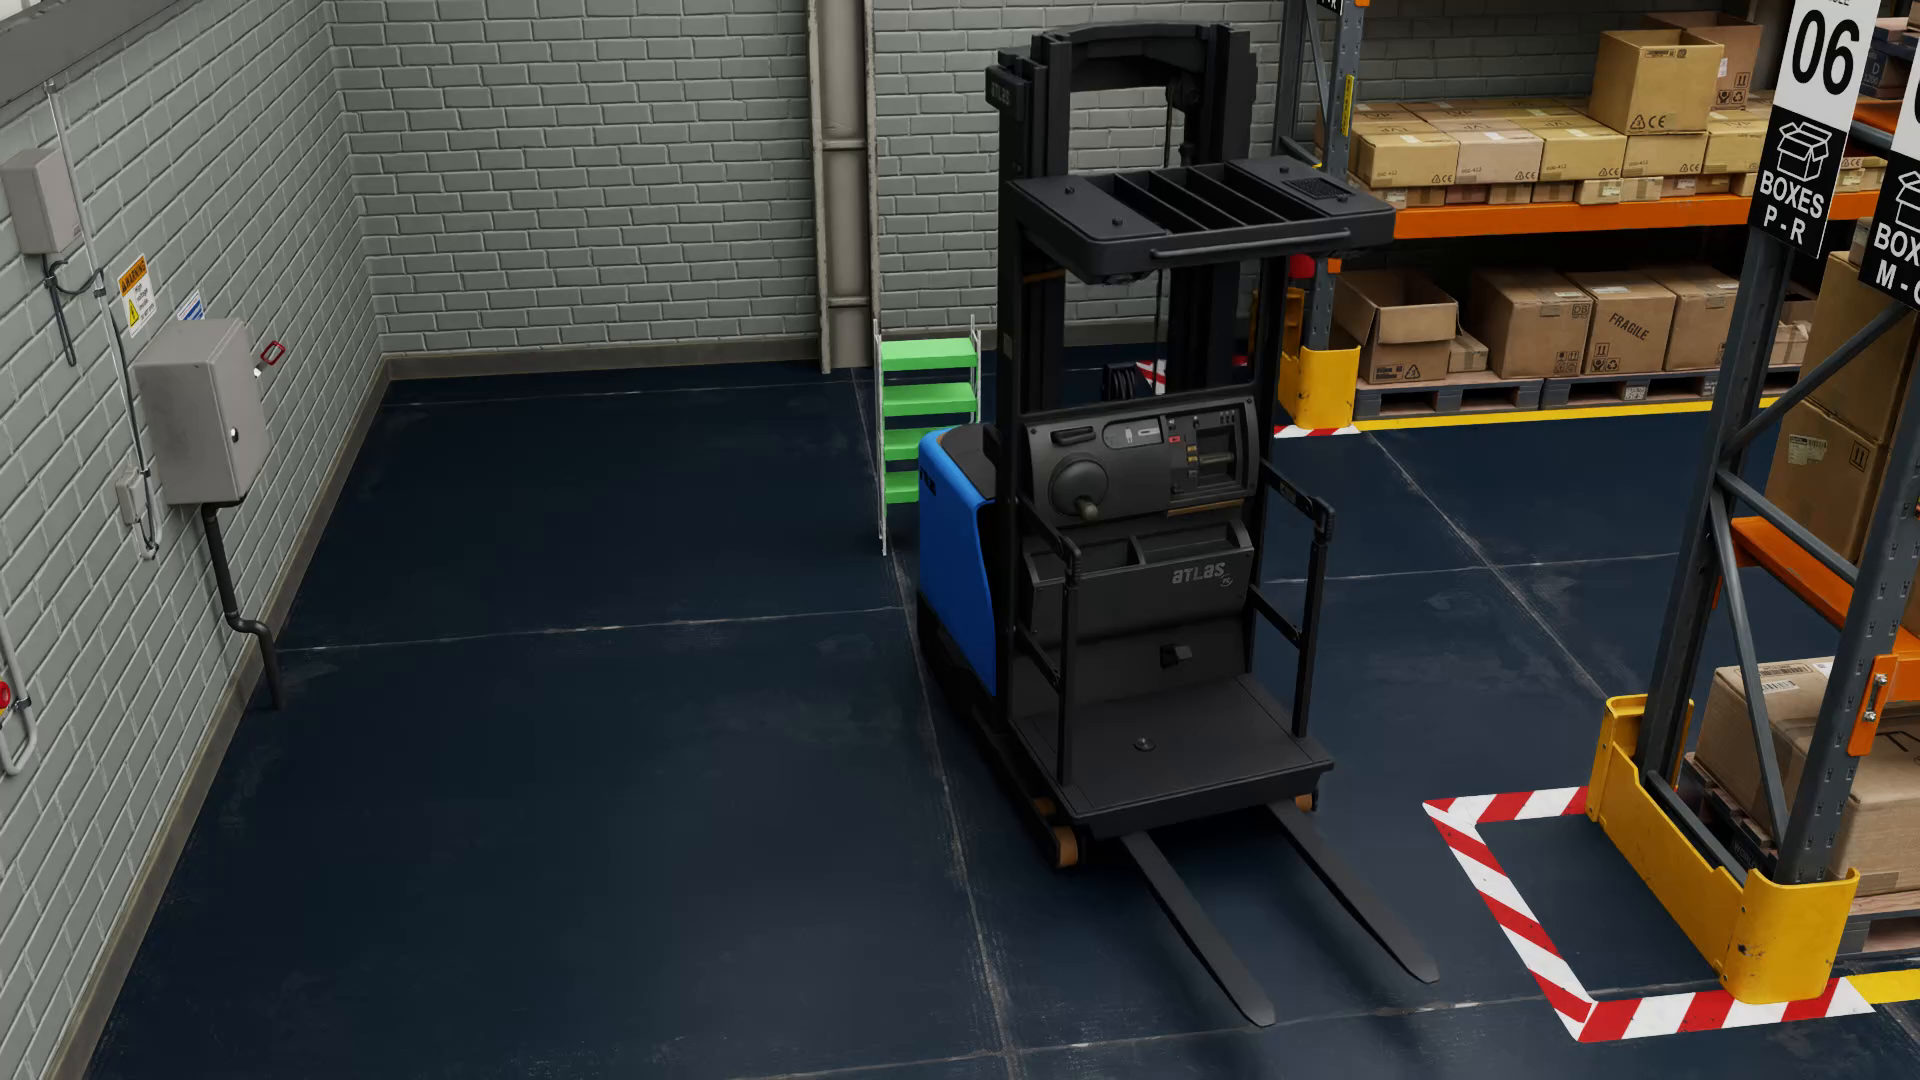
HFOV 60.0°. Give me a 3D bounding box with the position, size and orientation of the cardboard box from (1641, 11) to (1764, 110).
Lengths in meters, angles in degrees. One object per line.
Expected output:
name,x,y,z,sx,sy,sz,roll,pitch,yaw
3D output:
cardboard box,4.516,-2.947,10.225,0.500,0.500,0.500,-4,27,-9

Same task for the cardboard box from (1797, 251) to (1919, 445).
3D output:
cardboard box,3.206,-0.652,5.530,0.500,0.500,0.500,-3,27,-5

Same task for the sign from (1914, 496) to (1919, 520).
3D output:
sign,2.833,-0.193,4.806,0.005,0.325,0.100,-4,27,-7

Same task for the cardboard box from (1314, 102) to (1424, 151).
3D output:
cardboard box,2.485,-2.483,10.141,0.500,0.250,0.500,-3,27,-6

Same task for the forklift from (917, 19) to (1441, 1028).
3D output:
forklift,0.765,-0.267,6.060,1.130,2.935,3.031,-9,29,-17

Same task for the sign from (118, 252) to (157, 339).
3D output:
sign,-3.164,-0.943,6.397,0.001,0.242,0.339,-4,27,-7

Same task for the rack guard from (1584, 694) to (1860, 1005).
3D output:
rack guard,2.738,1.090,6.079,0.348,0.500,1.175,-4,27,-7

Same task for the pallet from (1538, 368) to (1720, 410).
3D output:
pallet,4.137,-1.159,10.778,1.213,0.211,1.003,-4,27,-7

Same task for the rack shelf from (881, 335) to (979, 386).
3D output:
rack shelf,-0.164,-0.893,8.266,0.480,0.148,0.258,-4,27,-7

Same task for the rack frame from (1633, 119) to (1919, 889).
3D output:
rack frame,2.762,-0.024,5.511,0.127,3.000,1.000,-4,27,-7

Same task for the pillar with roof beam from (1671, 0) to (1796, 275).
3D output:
pillar with roof beam,5.812,-3.608,5.925,0.400,9.000,9.100,-4,27,-7

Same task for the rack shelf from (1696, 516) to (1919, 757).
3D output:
rack shelf,4.743,0.169,5.923,4.000,0.370,1.077,-4,27,-7

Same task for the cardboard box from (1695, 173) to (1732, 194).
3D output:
cardboard box,4.455,-2.223,10.072,0.250,0.149,0.380,-3,27,-6

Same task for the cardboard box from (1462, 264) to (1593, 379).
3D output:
cardboard box,3.538,-1.375,10.423,0.500,0.500,0.700,-3,27,-5

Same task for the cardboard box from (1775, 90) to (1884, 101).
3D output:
cardboard box,5.500,-2.678,10.522,0.500,0.250,0.500,-4,27,-8

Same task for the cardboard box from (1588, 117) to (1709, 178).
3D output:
cardboard box,4.058,-2.348,9.880,0.500,0.250,0.500,-4,27,-8

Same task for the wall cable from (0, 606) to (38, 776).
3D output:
wall cable,-2.818,-0.121,4.552,0.123,1.953,0.585,-4,27,-7

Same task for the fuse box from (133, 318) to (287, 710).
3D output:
fuse box,-2.967,-0.041,6.955,0.414,1.711,0.539,-4,27,-7

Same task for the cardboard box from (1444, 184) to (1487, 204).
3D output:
cardboard box,2.931,-2.122,9.876,0.250,0.149,0.380,-4,27,-8

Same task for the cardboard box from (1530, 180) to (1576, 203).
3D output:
cardboard box,3.452,-2.130,9.891,0.250,0.149,0.380,-3,27,-6

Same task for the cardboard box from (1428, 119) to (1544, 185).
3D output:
cardboard box,3.053,-2.273,9.732,0.500,0.250,0.500,-3,27,-7

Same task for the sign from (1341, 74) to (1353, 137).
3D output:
sign,2.143,-2.408,9.208,0.005,0.325,0.100,-4,27,-7

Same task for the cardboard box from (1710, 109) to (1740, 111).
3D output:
cardboard box,4.493,-2.611,10.392,0.500,0.250,0.500,-3,27,-6

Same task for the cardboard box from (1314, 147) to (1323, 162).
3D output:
cardboard box,2.358,-2.298,10.219,0.250,0.149,0.380,-4,27,-8

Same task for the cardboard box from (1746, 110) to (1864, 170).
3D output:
cardboard box,5.063,-2.406,9.993,0.500,0.250,0.500,-4,27,-7

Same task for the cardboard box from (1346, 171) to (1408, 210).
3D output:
cardboard box,2.431,-2.053,9.740,0.250,0.149,0.380,-4,27,-8

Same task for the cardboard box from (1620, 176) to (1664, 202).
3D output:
cardboard box,3.971,-2.138,9.907,0.250,0.149,0.380,-3,27,-6

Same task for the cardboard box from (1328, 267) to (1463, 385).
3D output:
cardboard box,2.686,-1.340,10.350,0.637,0.503,0.797,-5,28,-9

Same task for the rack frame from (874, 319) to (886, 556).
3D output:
rack frame,-0.406,-0.508,8.425,0.015,1.200,0.240,-4,27,-7

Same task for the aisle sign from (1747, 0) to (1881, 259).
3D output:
aisle sign,2.648,-1.316,5.182,0.004,0.787,0.394,-4,27,-7

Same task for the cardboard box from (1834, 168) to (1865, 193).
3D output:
cardboard box,5.238,-2.222,10.070,0.250,0.149,0.380,-3,27,-6

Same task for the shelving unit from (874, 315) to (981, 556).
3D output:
shelving unit,-0.164,-0.523,8.456,0.503,1.200,0.258,-4,27,-7

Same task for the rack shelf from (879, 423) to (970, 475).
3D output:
rack shelf,-0.164,-0.466,8.485,0.480,0.148,0.258,-4,27,-7

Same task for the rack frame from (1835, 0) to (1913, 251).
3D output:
rack frame,6.028,-2.522,10.380,0.127,3.000,1.000,-4,27,-7

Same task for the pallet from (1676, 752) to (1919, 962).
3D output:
pallet,3.543,1.130,6.316,1.213,0.211,1.003,-4,27,-7

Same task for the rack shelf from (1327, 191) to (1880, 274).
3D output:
rack shelf,4.047,-2.075,10.296,4.000,0.370,1.077,-4,27,-7

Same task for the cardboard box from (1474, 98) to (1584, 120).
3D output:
cardboard box,3.487,-2.544,10.261,0.500,0.250,0.500,-3,27,-5

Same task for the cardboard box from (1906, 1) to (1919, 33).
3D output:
cardboard box,3.195,-1.593,4.877,0.500,0.250,0.500,-6,28,-12

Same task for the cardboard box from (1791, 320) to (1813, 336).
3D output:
cardboard box,5.517,-1.272,10.607,0.250,0.149,0.380,-4,28,-9

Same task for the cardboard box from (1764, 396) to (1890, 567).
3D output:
cardboard box,3.203,-0.219,5.781,0.500,0.500,0.500,-4,27,-7

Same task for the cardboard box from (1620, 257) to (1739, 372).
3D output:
cardboard box,4.566,-1.441,10.551,0.500,0.500,0.700,-5,28,-9
